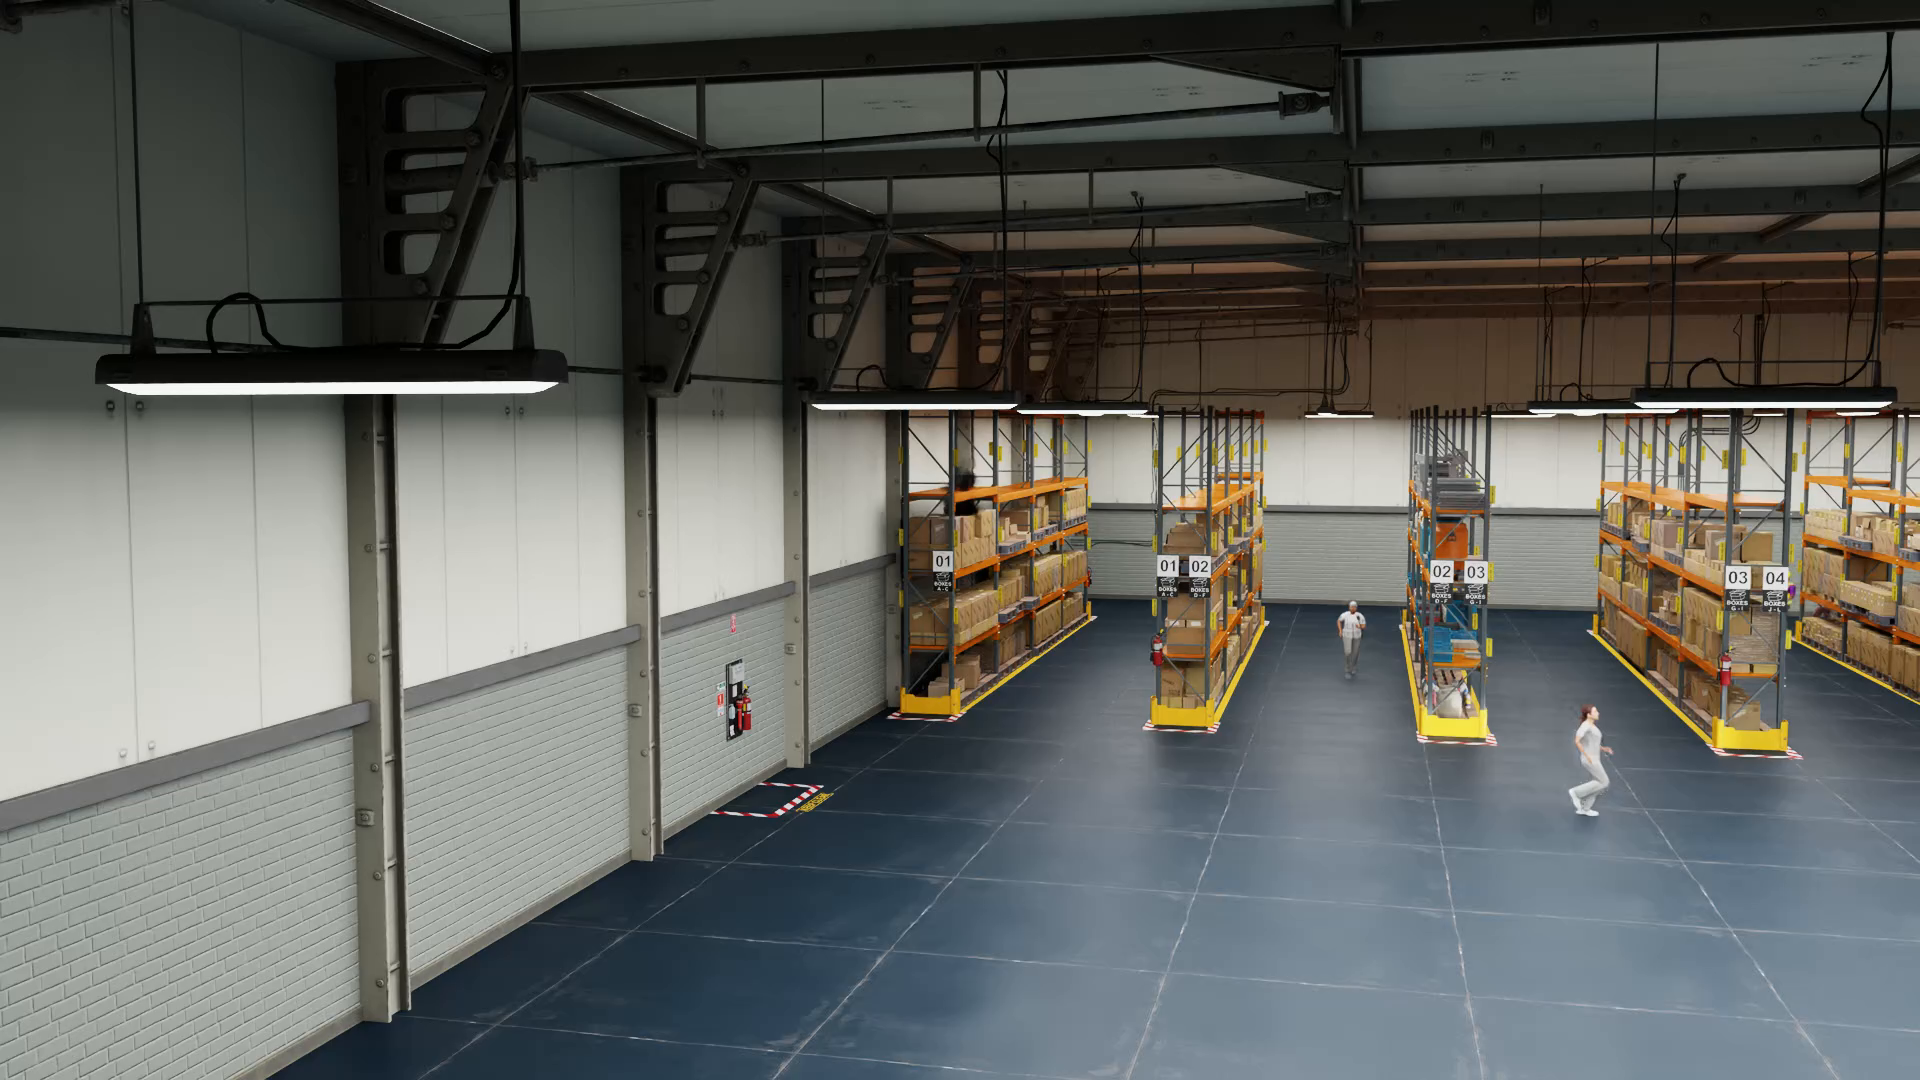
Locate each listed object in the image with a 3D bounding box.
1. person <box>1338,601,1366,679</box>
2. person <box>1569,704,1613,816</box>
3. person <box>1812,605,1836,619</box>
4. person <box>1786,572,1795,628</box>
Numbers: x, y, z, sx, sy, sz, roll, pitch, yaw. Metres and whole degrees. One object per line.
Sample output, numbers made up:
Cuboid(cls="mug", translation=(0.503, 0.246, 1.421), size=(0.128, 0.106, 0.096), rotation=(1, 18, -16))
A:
Cuboid(cls="person", translation=(8.769, 2.229, 37.191), size=(0.579, 1.729, 0.748), rotation=(0, 4, 3))
Cuboid(cls="person", translation=(9.142, 3.182, 24.073), size=(0.564, 1.625, 0.572), rotation=(2, 5, 29))
Cuboid(cls="person", translation=(23.117, 1.722, 44.441), size=(0.978, 1.605, 0.652), rotation=(3, 5, 35))
Cuboid(cls="person", translation=(21.874, 1.692, 44.221), size=(0.604, 1.725, 0.702), rotation=(-2, 4, -24))
